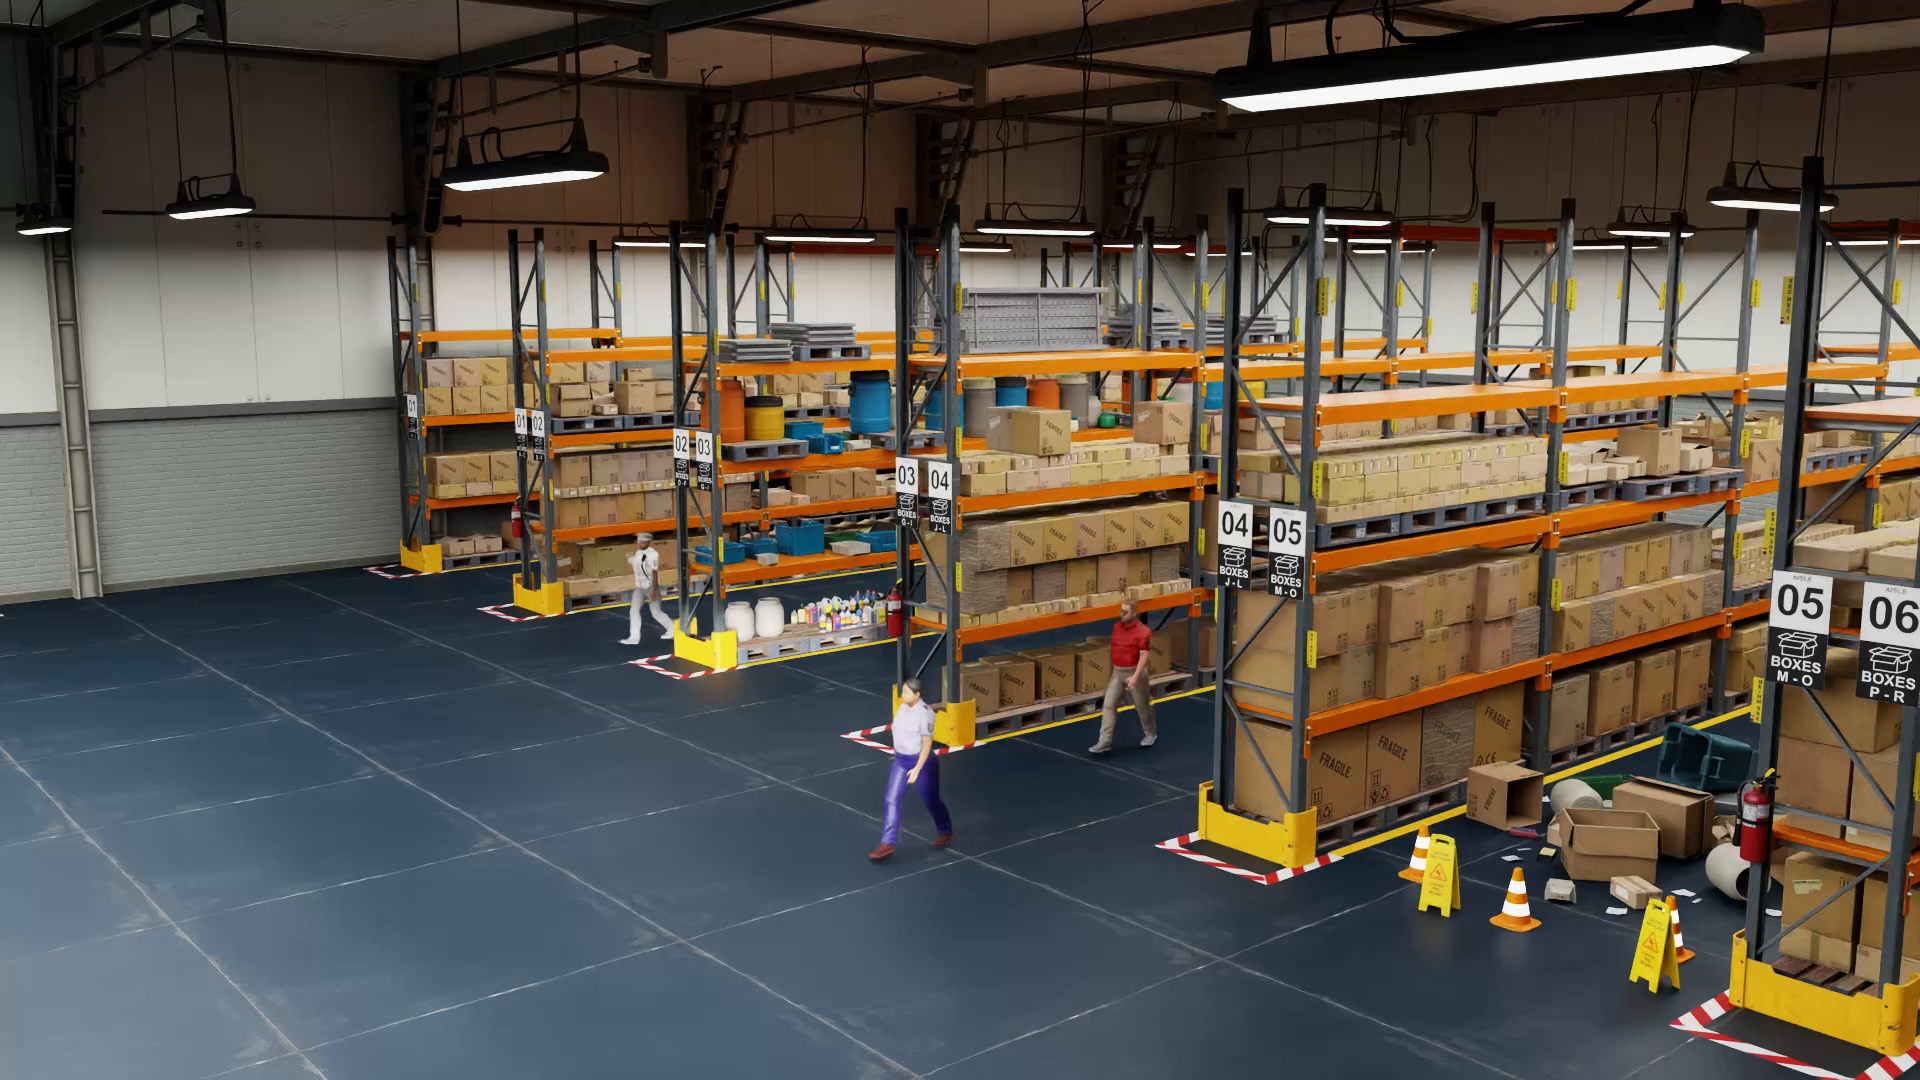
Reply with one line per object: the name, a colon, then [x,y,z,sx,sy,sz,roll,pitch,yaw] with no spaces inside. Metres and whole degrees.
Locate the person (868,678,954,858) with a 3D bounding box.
person: [-0.436,2.047,15.140,0.505,1.608,0.907,8,12,42]

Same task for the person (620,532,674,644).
person: [-4.487,0.682,23.992,0.469,1.640,0.810,6,11,36]

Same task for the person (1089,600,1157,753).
person: [1.838,1.498,18.418,0.554,1.673,1.013,7,11,39]
